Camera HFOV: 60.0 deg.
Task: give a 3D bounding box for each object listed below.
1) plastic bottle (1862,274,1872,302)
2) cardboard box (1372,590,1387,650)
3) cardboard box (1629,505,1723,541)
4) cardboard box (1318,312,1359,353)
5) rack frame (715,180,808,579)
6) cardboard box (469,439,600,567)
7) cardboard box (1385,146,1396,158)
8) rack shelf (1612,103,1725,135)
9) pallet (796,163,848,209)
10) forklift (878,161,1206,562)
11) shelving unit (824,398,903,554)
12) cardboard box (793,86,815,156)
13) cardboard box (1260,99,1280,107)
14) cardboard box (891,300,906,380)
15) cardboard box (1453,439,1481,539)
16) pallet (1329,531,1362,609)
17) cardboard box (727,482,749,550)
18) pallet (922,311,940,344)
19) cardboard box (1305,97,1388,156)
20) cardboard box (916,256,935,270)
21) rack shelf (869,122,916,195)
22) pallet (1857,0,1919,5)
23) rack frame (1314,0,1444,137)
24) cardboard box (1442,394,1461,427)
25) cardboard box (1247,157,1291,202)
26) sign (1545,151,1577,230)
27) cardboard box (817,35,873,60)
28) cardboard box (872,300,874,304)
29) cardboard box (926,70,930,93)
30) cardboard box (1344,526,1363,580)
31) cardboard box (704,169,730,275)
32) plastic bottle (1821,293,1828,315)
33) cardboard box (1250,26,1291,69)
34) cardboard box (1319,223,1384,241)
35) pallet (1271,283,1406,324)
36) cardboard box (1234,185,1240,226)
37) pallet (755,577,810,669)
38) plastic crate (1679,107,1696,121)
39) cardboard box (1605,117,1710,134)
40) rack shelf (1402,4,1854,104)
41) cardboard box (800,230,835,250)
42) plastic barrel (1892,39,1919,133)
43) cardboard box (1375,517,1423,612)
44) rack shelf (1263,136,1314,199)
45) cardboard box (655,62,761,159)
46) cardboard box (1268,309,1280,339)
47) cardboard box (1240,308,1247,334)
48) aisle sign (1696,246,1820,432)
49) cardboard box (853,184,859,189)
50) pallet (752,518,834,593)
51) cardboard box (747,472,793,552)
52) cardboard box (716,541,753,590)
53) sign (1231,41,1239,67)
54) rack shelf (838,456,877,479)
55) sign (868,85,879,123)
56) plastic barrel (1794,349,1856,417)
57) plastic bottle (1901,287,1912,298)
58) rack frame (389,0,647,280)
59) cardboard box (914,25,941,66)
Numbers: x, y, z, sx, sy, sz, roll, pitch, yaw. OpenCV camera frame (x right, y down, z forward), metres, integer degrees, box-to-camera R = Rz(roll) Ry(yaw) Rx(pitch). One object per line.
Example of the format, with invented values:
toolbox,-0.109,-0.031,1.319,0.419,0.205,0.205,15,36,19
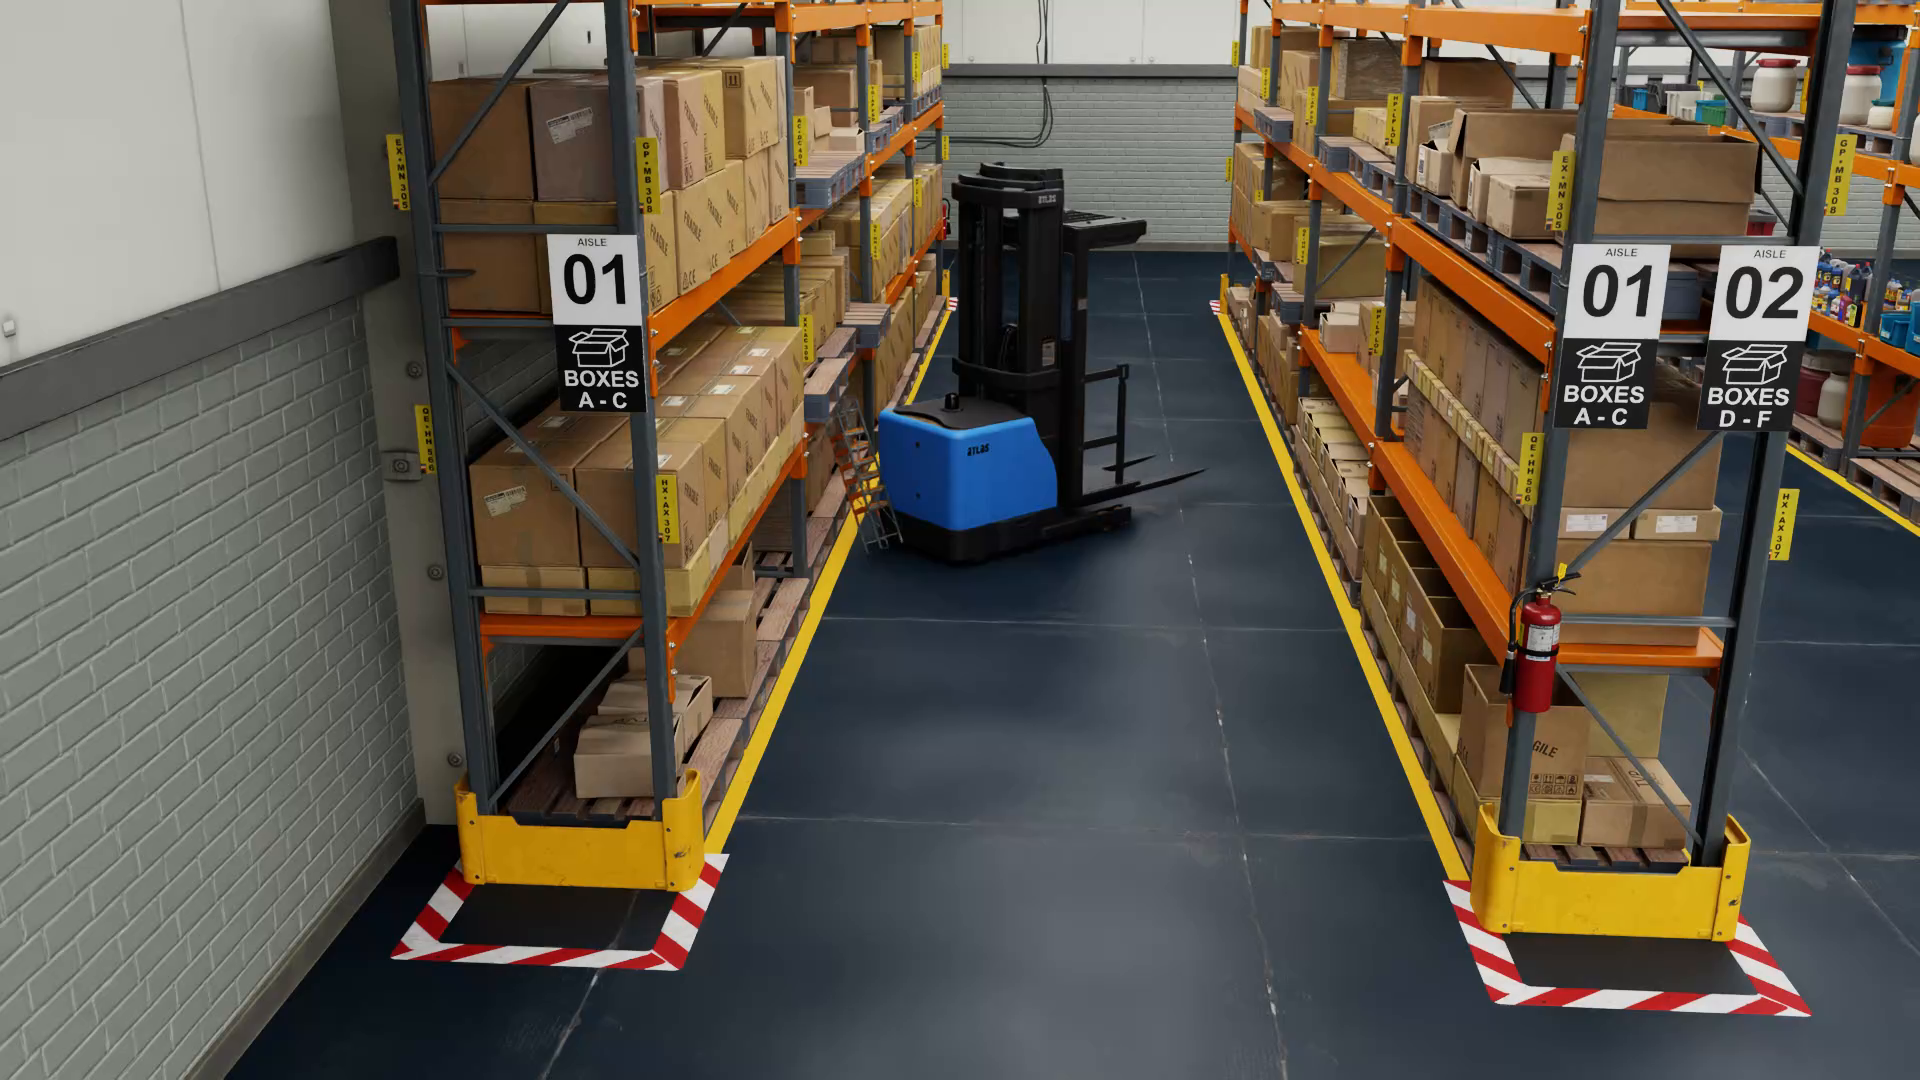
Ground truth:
plastic bottle,9.018,-2.504,16.447,0.152,0.276,0.135,1,18,4
cardboard box,2.962,0.525,10.745,0.500,0.250,0.500,1,18,4
cardboard box,3.295,-0.105,7.724,0.380,0.149,0.250,1,18,4
cardboard box,3.368,-1.801,14.246,0.500,0.311,0.500,1,18,3
rack frame,-1.603,-0.984,11.609,1.000,3.000,0.127,1,18,4
cardboard box,-2.068,-0.188,8.182,0.500,0.500,0.500,1,18,3
cardboard box,3.537,-3.021,12.574,0.500,0.250,0.500,0,18,-1
rack shelf,8.996,-4.952,20.058,1.077,0.370,4.000,1,18,4
pallet,-1.452,-2.510,11.749,1.213,0.211,1.003,1,18,4
forklift,0.790,-1.579,13.536,3.031,2.935,1.130,-15,23,-38
shelving unit,-0.774,-0.505,13.102,0.258,1.200,0.189,-17,-2,-41
cardboard box,-1.395,-3.208,12.743,0.500,0.500,0.500,1,18,2
cardboard box,3.681,-4.870,18.893,0.500,0.250,0.500,1,18,4
cardboard box,-1.007,-2.166,17.994,0.750,0.750,0.750,2,18,6
cardboard box,3.206,-0.305,9.377,0.700,0.500,0.500,2,18,6
pallet,3.352,0.221,12.410,1.003,0.211,1.213,1,18,4
cardboard box,-1.472,-0.144,9.254,0.500,0.250,0.500,1,18,3
pallet,-0.812,-2.758,21.501,1.003,0.211,1.213,1,18,4
cardboard box,3.623,-3.726,15.000,0.910,0.500,0.500,1,18,4
cardboard box,-0.538,-3.688,22.159,0.380,0.149,0.250,2,18,5
rack shelf,-1.173,-3.931,16.941,1.077,0.370,4.000,1,18,4
pallet,8.648,-4.800,14.565,1.213,0.211,1.003,1,18,4
rack frame,3.625,-4.968,14.132,1.000,3.000,0.127,1,18,4
cardboard box,3.038,-0.751,9.695,0.380,0.149,0.250,1,18,2
cardboard box,3.760,-4.360,20.147,0.500,0.500,0.500,1,18,4
sign,2.511,-1.457,6.941,0.100,0.325,0.005,1,18,4
cardboard box,-1.223,-5.237,17.699,0.500,0.250,0.500,3,18,8
cardboard box,-1.035,-2.292,15.971,0.380,0.149,0.250,2,18,5
cardboard box,-0.637,-5.596,20.273,0.500,0.250,0.500,1,18,2
cardboard box,3.079,0.097,12.051,0.500,0.250,0.500,1,18,3
cardboard box,-1.509,-1.650,8.631,0.500,0.500,0.500,2,18,6
plastic bottle,8.233,-2.244,15.773,0.097,0.201,0.097,0,18,0
cardboard box,4.058,-6.236,21.055,0.700,0.500,0.500,1,18,4
cardboard box,3.814,-2.842,16.444,0.700,0.500,0.500,5,19,14
pallet,3.604,-2.238,15.744,1.213,0.211,1.003,1,18,4
cardboard box,3.872,-4.357,21.742,0.500,0.500,0.500,1,18,3
pallet,-1.616,0.550,11.404,1.003,0.211,1.213,1,18,4
plastic crate,8.564,-4.951,19.322,0.293,0.136,0.466,1,18,4
cardboard box,3.443,-1.881,8.469,0.500,0.500,0.500,1,18,4
rack shelf,3.195,-2.572,8.620,1.077,0.370,4.000,1,18,4
cardboard box,-1.311,-2.683,14.886,0.380,0.149,0.250,-1,18,-3
plastic barrel,8.609,-4.011,14.664,0.600,0.830,0.708,1,18,4
cardboard box,2.965,0.169,10.628,0.500,0.500,0.500,1,18,4
rack shelf,3.769,-3.822,16.607,1.077,0.370,4.000,1,18,4
cardboard box,-1.424,-2.447,9.458,0.500,0.500,0.500,1,18,2
cardboard box,3.562,-2.282,17.672,0.500,0.250,0.500,1,18,4
cardboard box,3.724,-2.707,20.478,0.500,0.311,0.500,1,18,4
aisle sign,3.352,-0.840,6.996,0.394,0.787,0.004,1,18,4
cardboard box,-1.353,-3.724,18.095,0.500,0.250,0.500,1,18,5
pallet,-1.548,0.099,12.781,1.003,0.211,1.213,1,18,4
cardboard box,-1.567,-0.234,12.629,0.700,0.500,0.500,2,18,6
cardboard box,-1.637,0.318,10.943,0.500,0.500,0.500,0,18,0
sign,3.657,-6.454,22.083,0.100,0.325,0.005,1,18,4
rack shelf,-0.797,-0.577,13.104,0.258,0.103,0.180,-17,-2,-41
sign,-0.775,-3.885,14.814,0.100,0.325,0.005,1,18,4
plastic barrel,8.665,-1.562,16.571,0.600,0.588,0.708,1,18,4
plastic bottle,8.927,-2.252,15.684,0.097,0.271,0.097,0,18,0
rack frame,-1.890,-2.593,6.884,1.000,3.000,0.127,1,18,4
cardboard box,-0.523,-6.435,21.629,0.500,0.500,0.500,1,18,4
